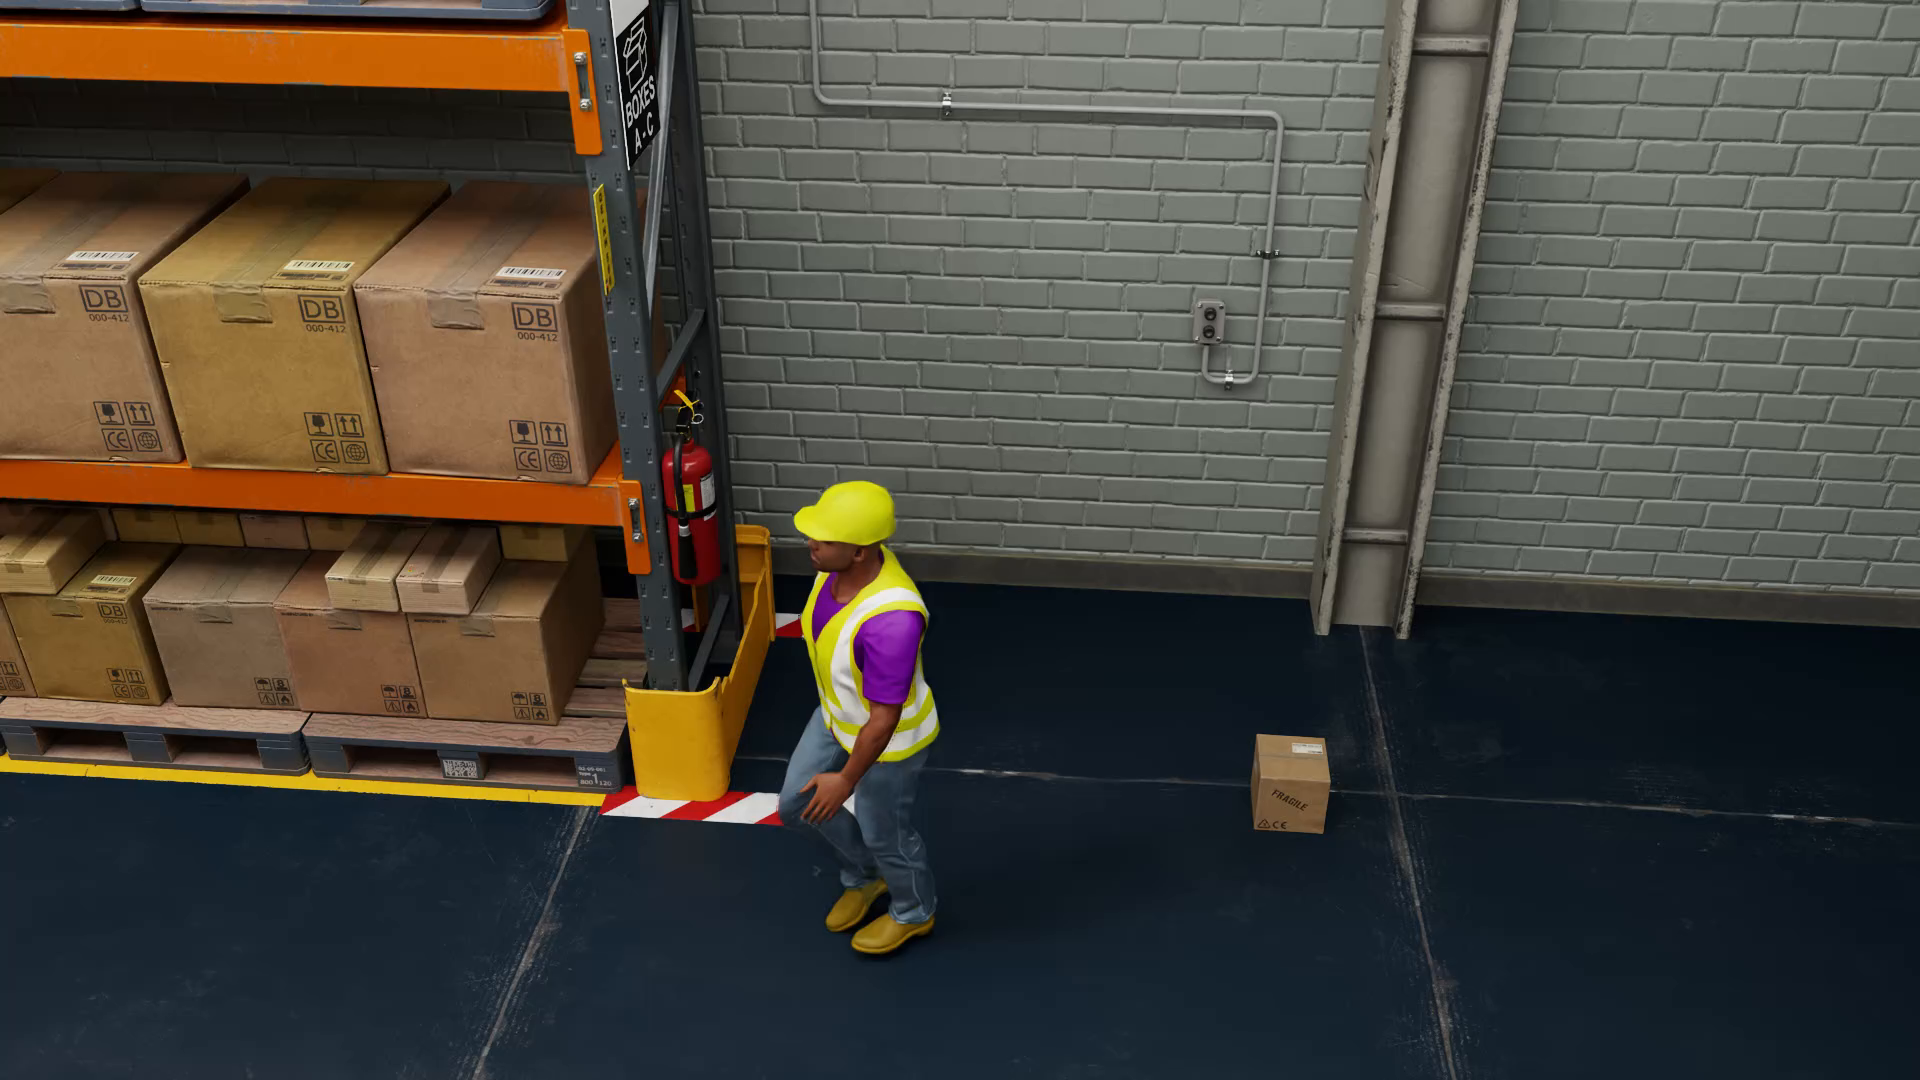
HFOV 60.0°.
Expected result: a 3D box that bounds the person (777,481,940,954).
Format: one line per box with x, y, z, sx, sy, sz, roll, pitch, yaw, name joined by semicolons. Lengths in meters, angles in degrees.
-0.334;0.593;5.144;0.525;1.787;0.632;-16;35;-24;person
